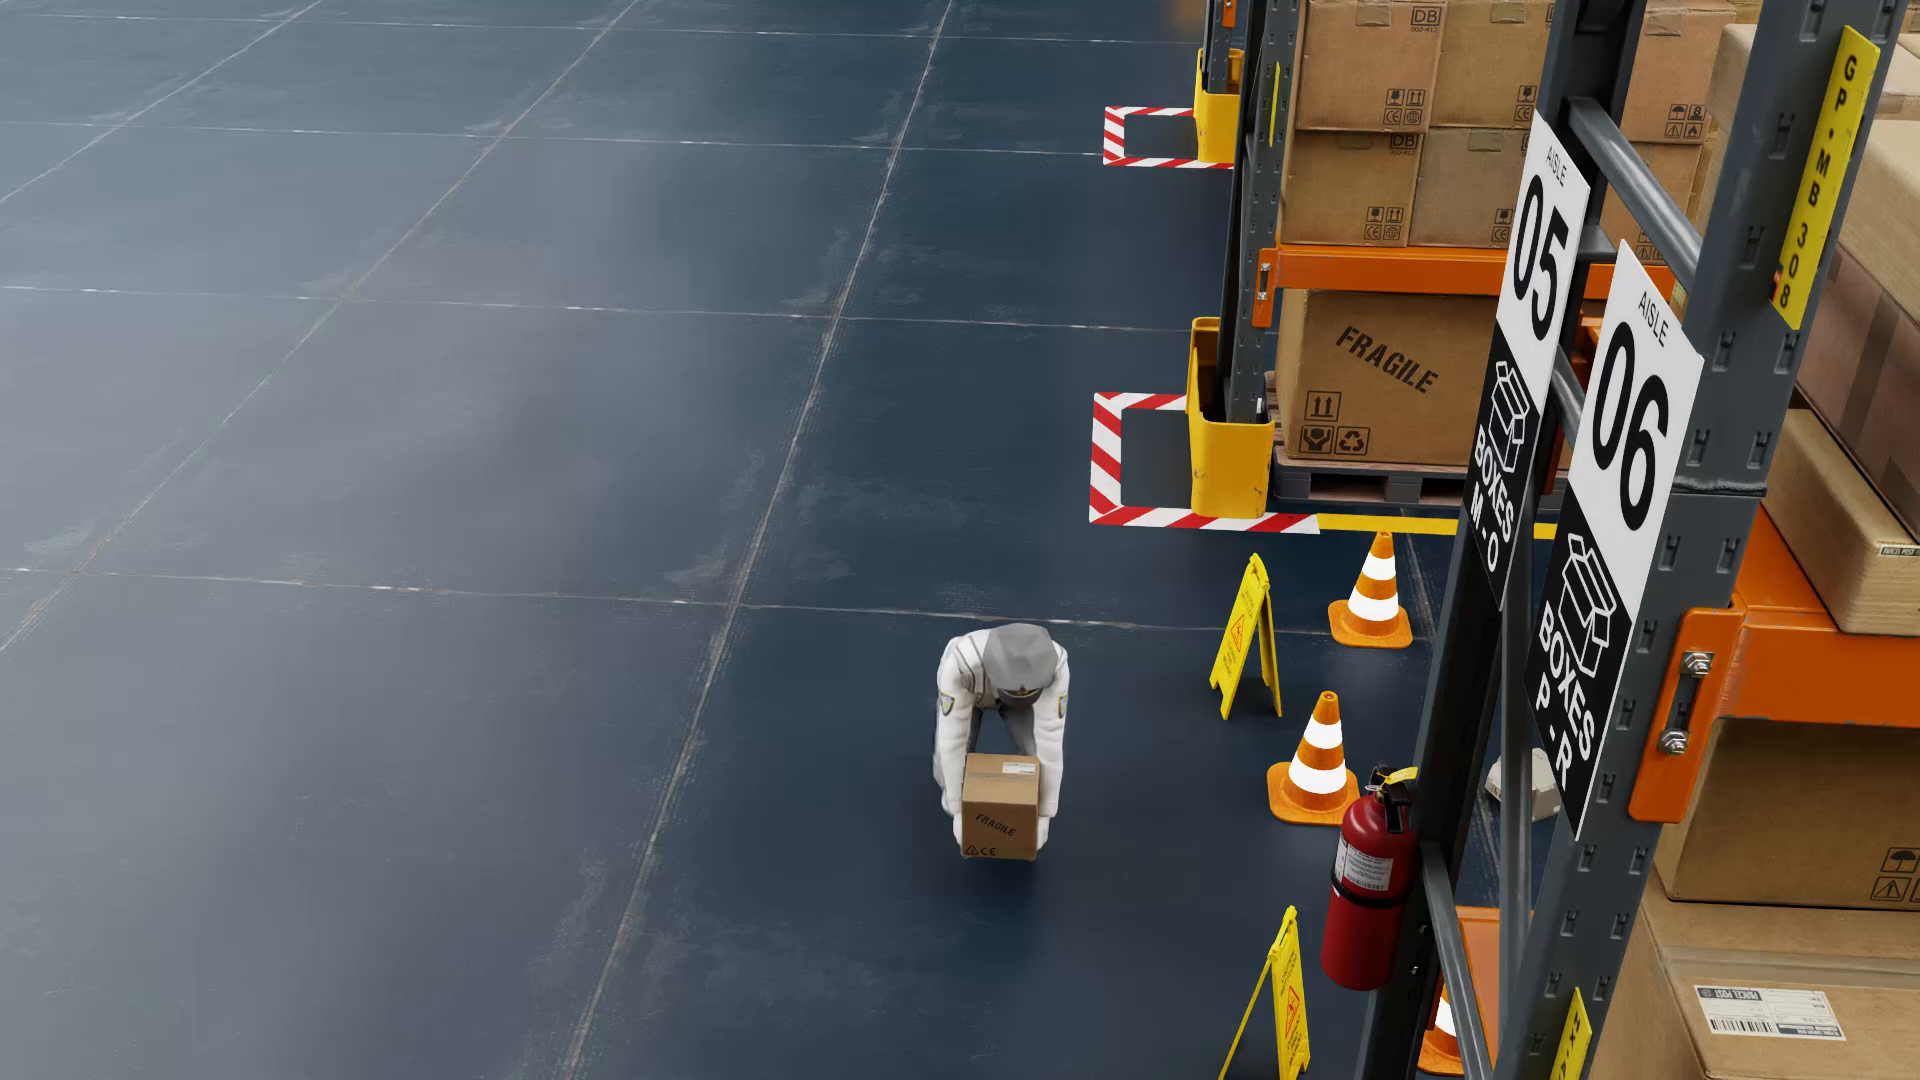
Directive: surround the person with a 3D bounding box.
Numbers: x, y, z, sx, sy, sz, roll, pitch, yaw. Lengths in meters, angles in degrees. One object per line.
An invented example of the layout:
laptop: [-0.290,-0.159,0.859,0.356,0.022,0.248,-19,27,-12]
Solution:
person: [0.137,0.606,5.822,0.471,0.989,0.822,-1,32,-2]
